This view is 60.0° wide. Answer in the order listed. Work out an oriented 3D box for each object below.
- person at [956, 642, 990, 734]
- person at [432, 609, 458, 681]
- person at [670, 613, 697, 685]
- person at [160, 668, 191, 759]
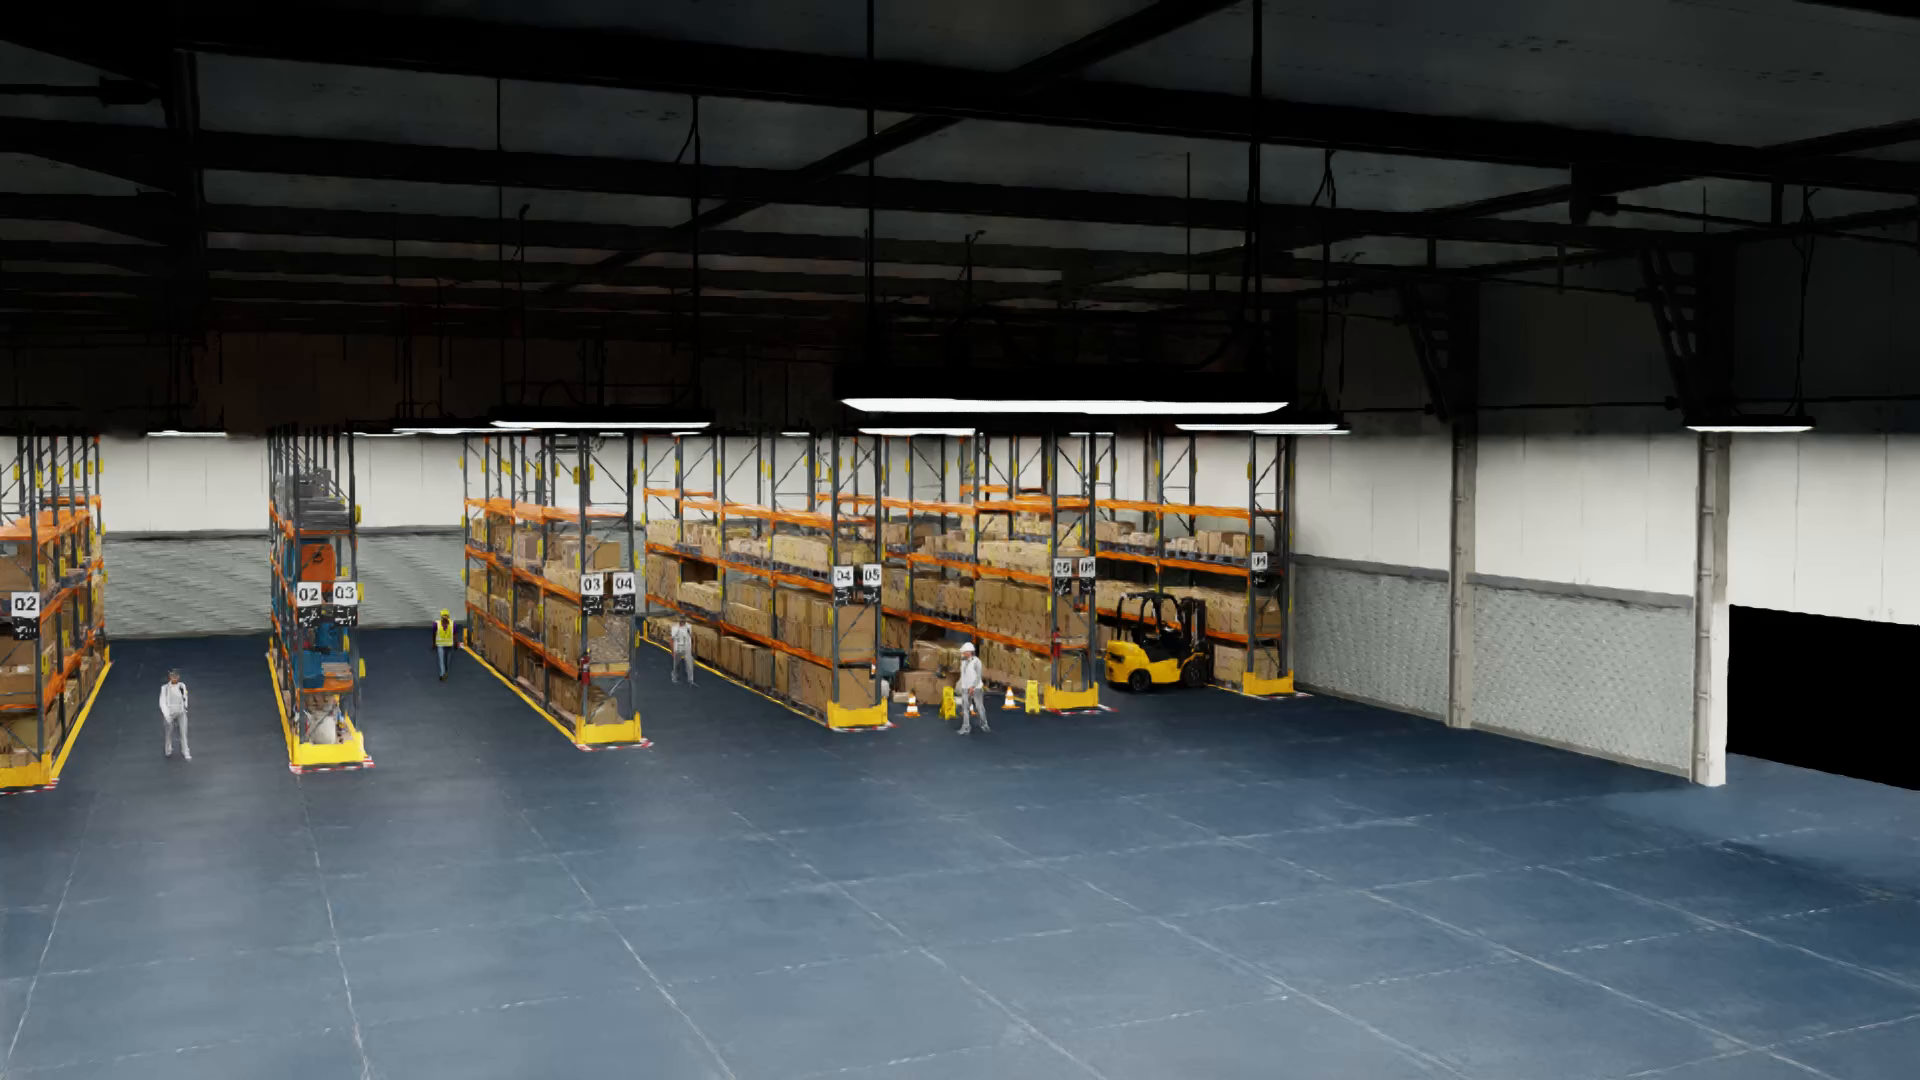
[{"bbox_3d":[0.245,2.842,32.352,0.555,1.716,0.700,3,4,39],"label":"person"},{"bbox_3d":[-12.174,2.464,39.357,0.575,1.689,1.128,-2,4,-26],"label":"person"},{"bbox_3d":[-6.453,2.514,38.561,0.542,1.672,1.126,-1,4,-22],"label":"person"},{"bbox_3d":[-14.040,3.079,29.696,0.470,1.621,0.993,-2,4,-32],"label":"person"}]
